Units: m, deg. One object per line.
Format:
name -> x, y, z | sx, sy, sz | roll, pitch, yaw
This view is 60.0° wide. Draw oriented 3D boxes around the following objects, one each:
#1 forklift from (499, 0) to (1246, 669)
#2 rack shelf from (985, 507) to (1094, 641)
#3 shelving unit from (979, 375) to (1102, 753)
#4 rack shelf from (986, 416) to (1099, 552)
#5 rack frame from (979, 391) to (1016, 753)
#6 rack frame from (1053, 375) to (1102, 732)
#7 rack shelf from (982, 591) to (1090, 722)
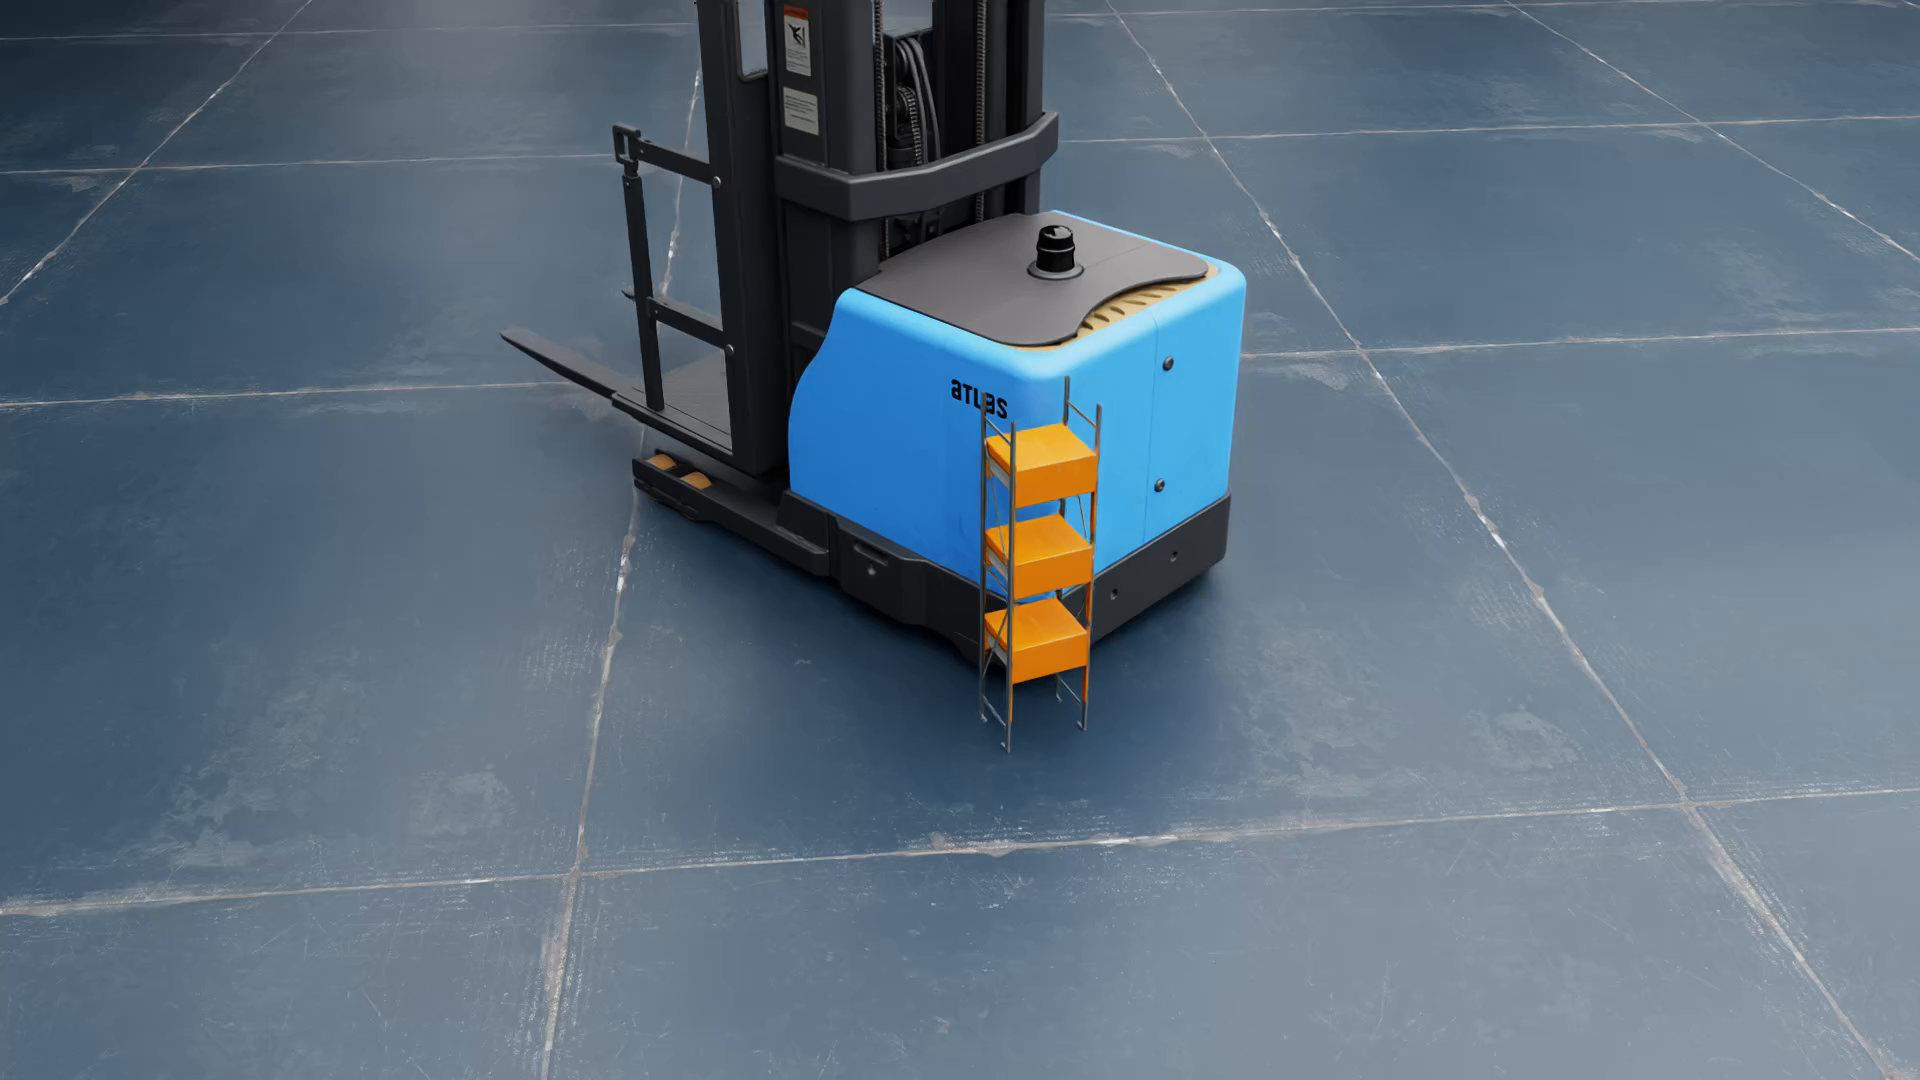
forklift -> -0.532, -1.502, 5.406 | 3.031, 2.935, 1.130 | 26, 39, 36
rack shelf -> 0.211, 0.092, 4.593 | 0.240, 0.259, 0.215 | -13, 33, -20
shelving unit -> 0.211, 0.083, 4.588 | 0.252, 1.050, 0.215 | -13, 33, -20
rack shelf -> 0.211, -0.152, 4.448 | 0.240, 0.259, 0.215 | -13, 33, -20
rack frame -> 0.099, 0.108, 4.546 | 0.008, 1.050, 0.200 | -13, 33, -20
rack frame -> 0.323, 0.058, 4.630 | 0.008, 1.050, 0.200 | -13, 33, -20
rack shelf -> 0.211, 0.330, 4.736 | 0.240, 0.259, 0.215 | -13, 33, -20
